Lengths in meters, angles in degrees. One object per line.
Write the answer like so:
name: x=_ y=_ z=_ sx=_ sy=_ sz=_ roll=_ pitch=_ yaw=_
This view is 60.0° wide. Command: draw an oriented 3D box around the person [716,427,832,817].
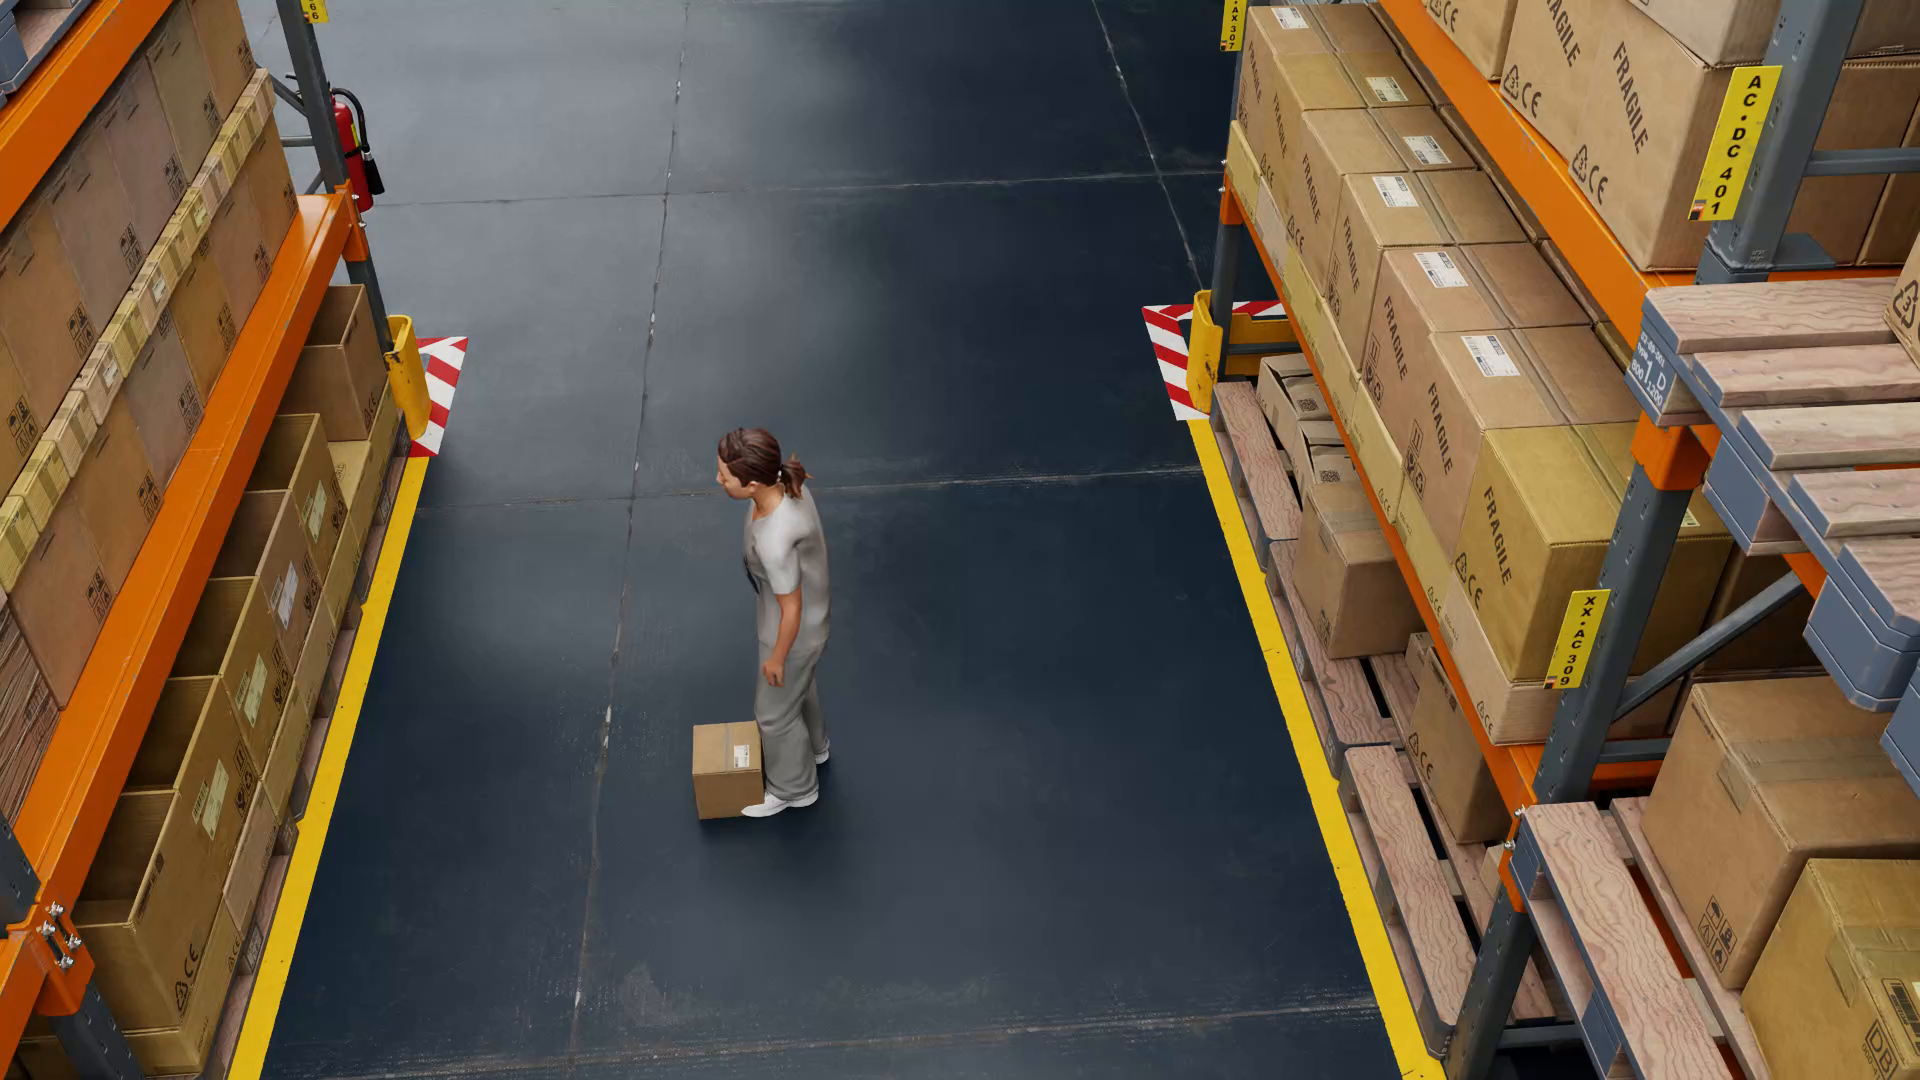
person: x=-0.643 y=0.291 z=5.799 sx=0.404 sy=1.673 sz=0.492 roll=-3 pitch=39 yaw=-4
